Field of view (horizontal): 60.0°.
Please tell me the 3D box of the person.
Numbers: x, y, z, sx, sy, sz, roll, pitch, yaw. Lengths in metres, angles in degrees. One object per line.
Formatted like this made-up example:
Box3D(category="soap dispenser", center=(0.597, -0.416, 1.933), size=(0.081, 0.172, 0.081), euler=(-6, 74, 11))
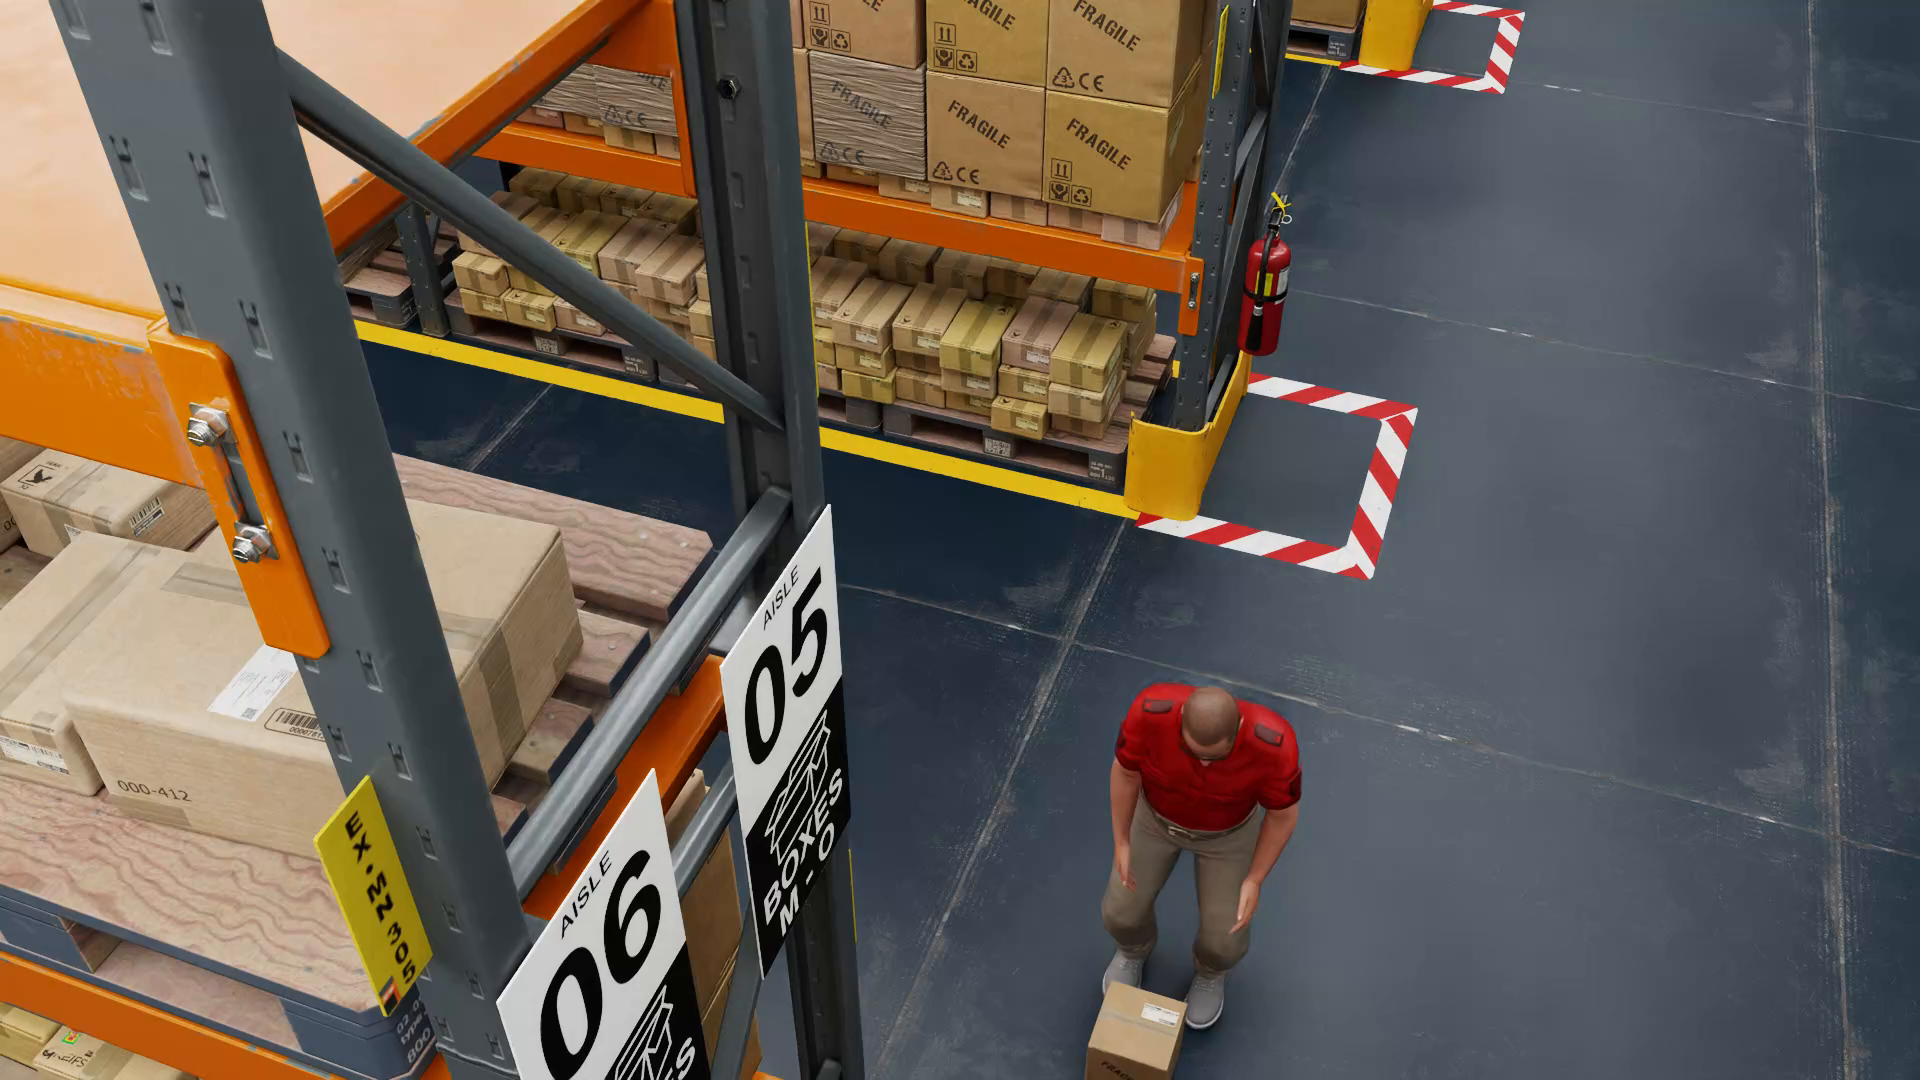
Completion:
Box3D(category="person", center=(0.748, 0.930, 5.213), size=(0.575, 1.608, 0.526), euler=(14, 43, 16))
